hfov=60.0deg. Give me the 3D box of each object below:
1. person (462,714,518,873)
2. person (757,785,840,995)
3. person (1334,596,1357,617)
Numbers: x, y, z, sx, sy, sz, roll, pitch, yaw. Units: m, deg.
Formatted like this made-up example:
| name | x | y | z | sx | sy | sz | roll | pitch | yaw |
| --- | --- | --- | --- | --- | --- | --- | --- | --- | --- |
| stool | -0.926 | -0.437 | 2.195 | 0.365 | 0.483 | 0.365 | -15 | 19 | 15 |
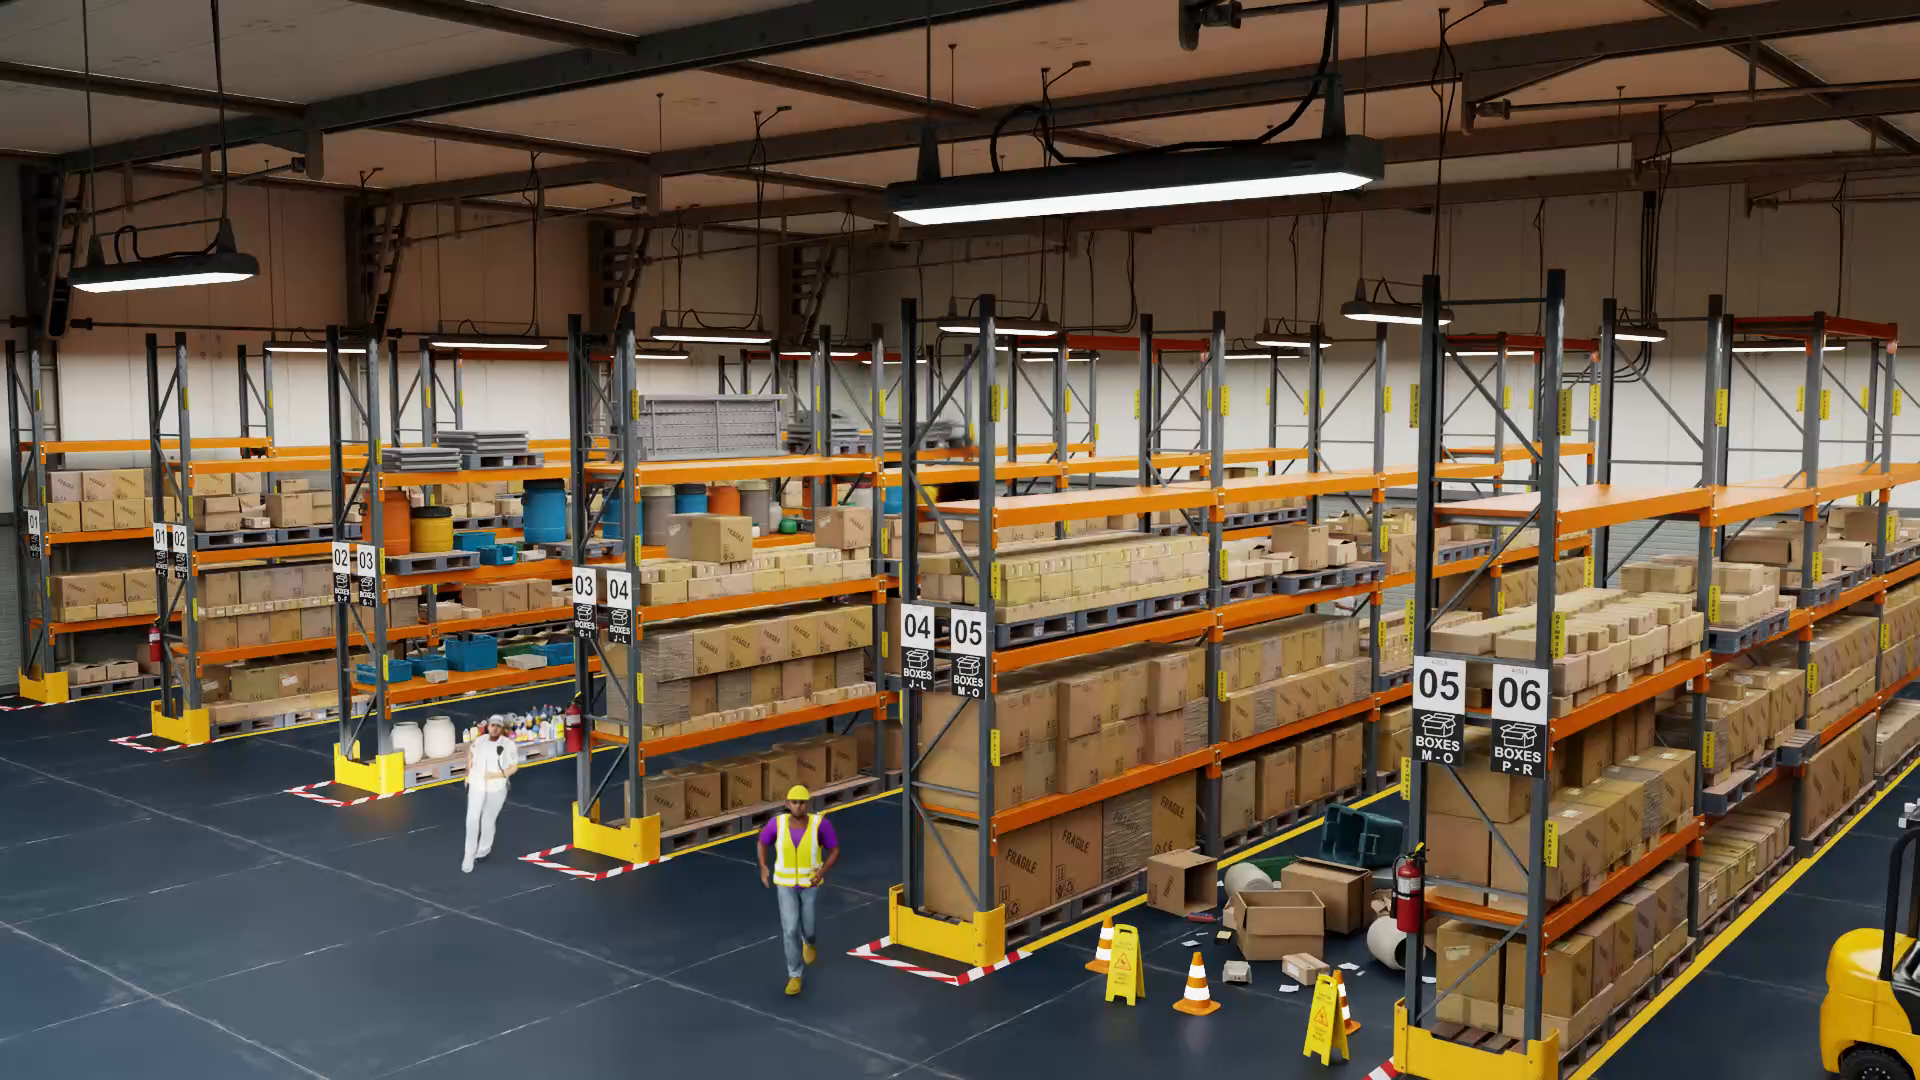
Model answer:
| name | x | y | z | sx | sy | sz | roll | pitch | yaw |
| --- | --- | --- | --- | --- | --- | --- | --- | --- | --- |
| person | -5.105 | 2.718 | 18.101 | 0.597 | 1.647 | 0.686 | -1 | 5 | -6 |
| person | -1.409 | 2.990 | 14.513 | 0.730 | 1.749 | 0.794 | 0 | 5 | -3 |
| person | 7.341 | 1.481 | 31.745 | 0.579 | 1.724 | 0.819 | -4 | 6 | -35 |
